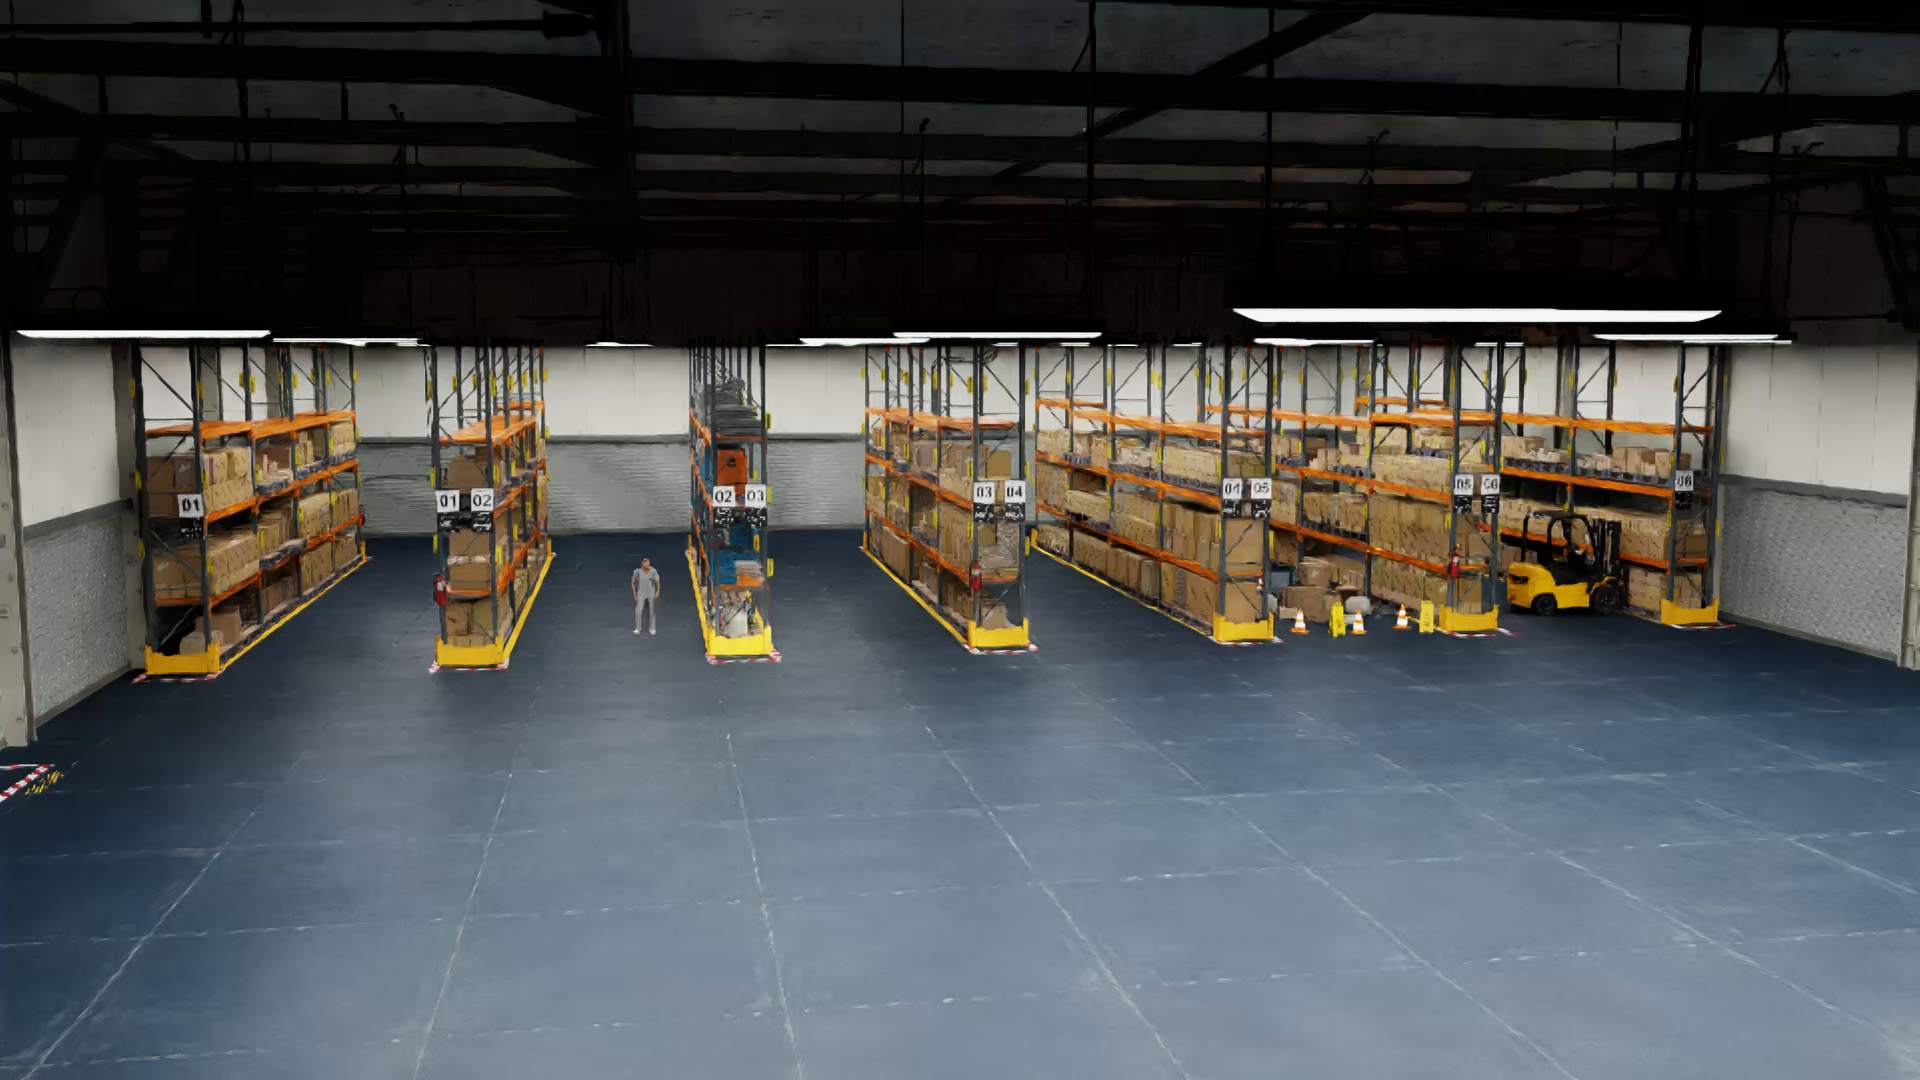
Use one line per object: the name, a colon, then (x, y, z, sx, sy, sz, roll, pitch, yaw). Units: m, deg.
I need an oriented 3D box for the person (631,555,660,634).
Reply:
person: (-6.314, 1.101, 33.432, 0.580, 1.619, 0.507, -1, 7, -13)

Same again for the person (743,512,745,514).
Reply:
person: (-5.635, -0.242, 44.258, 0.464, 1.772, 0.645, -4, 8, -33)

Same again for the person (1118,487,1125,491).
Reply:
person: (4.611, -0.602, 47.843, 0.614, 1.678, 0.656, 2, 7, 18)
